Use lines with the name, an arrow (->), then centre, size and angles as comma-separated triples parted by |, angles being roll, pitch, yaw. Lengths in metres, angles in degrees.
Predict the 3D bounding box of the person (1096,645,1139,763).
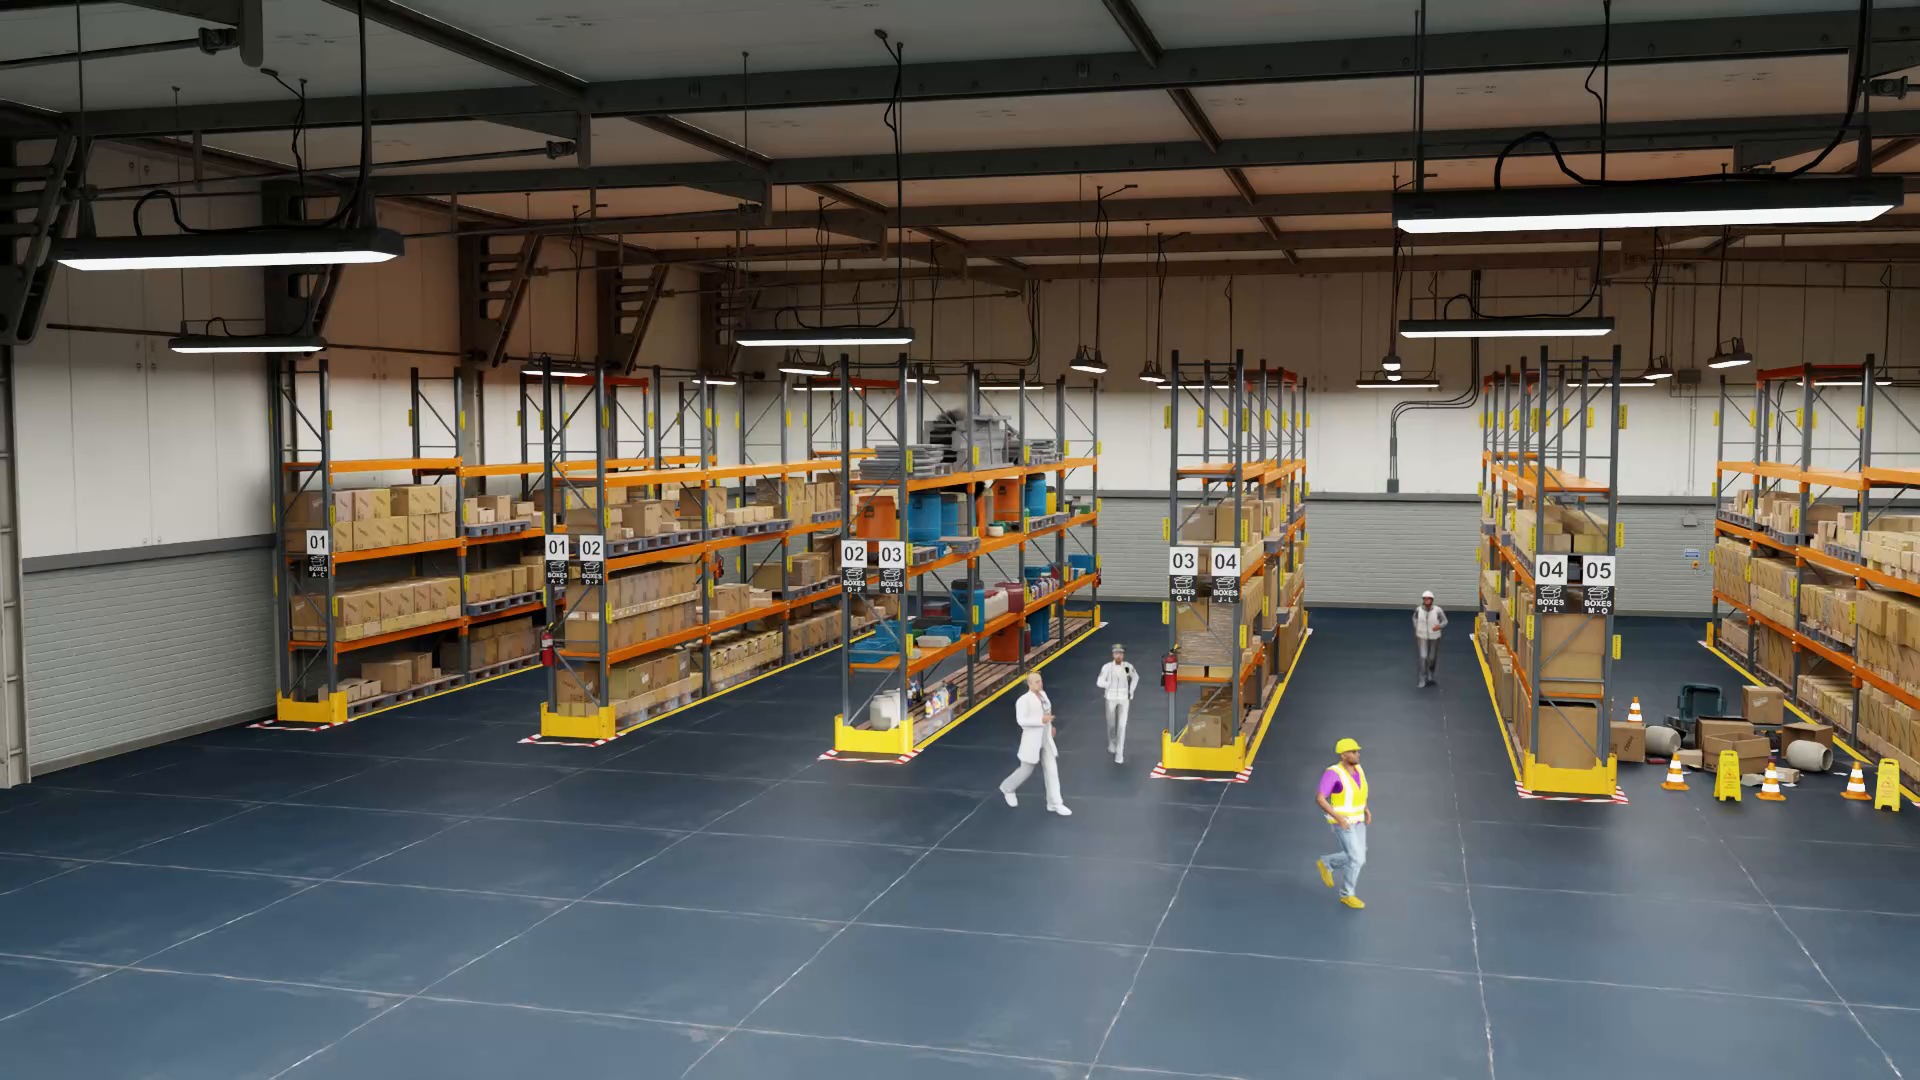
person -> 2.320, 2.369, 24.457 | 0.630, 1.679, 0.893 | 0, 4, 4

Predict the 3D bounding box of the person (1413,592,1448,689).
person -> 8.853, 1.859, 31.329 | 0.658, 1.798, 0.851 | 1, 4, 19

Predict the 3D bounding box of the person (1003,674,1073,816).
person -> 0.996, 2.574, 21.101 | 0.706, 1.750, 1.065 | -4, 6, -43

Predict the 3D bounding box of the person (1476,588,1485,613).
person -> 12.490, 1.333, 39.103 | 0.651, 1.763, 0.767 | 1, 4, 8

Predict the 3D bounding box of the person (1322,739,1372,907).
person -> 3.998, 2.906, 17.246 | 0.733, 1.721, 0.605 | -4, 6, -44
